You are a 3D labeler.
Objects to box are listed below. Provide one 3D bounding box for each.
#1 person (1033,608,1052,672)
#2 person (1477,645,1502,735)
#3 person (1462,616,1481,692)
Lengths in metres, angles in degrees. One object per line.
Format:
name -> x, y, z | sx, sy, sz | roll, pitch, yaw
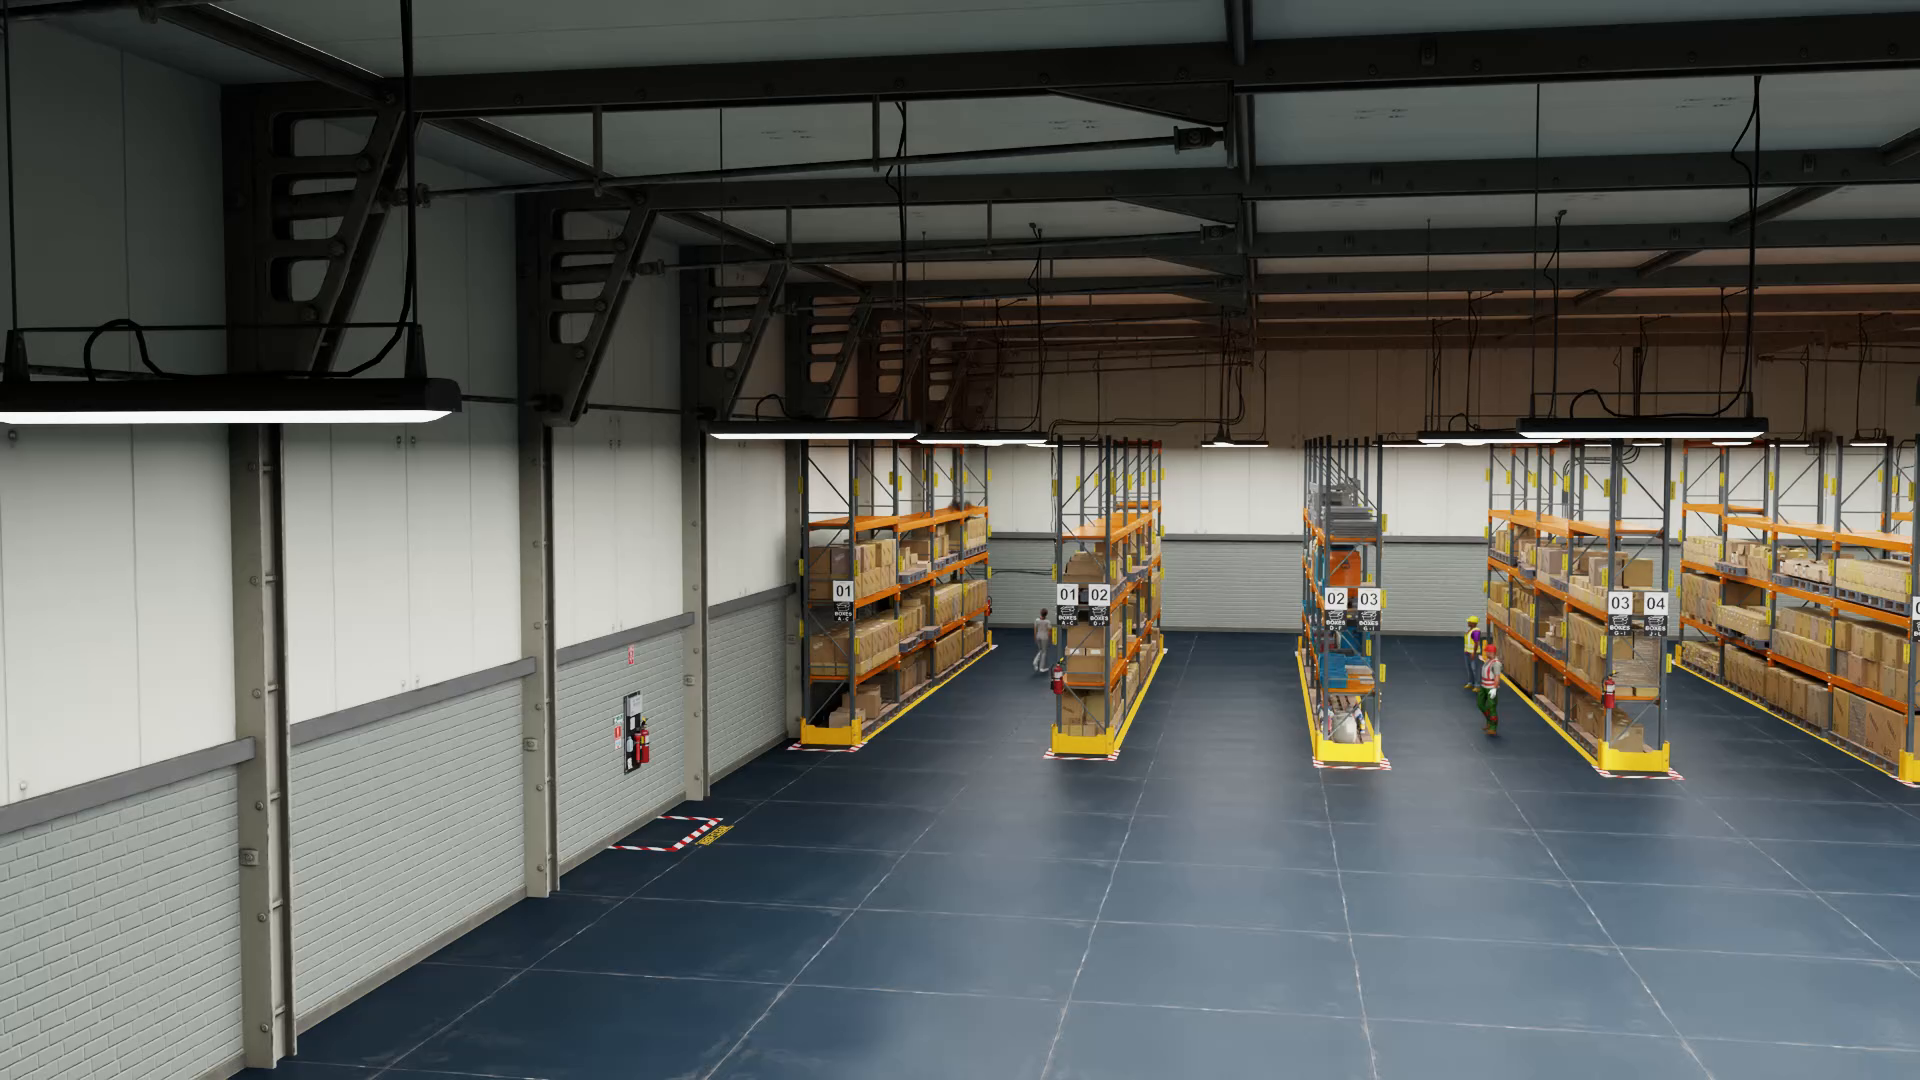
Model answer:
person -> 2.141, 2.572, 42.803 | 0.494, 1.642, 0.449 | -3, 4, -41
person -> 10.722, 3.005, 33.594 | 0.441, 1.791, 0.631 | -1, 3, -13
person -> 12.218, 2.689, 39.653 | 0.407, 1.764, 0.566 | -1, 3, -17
